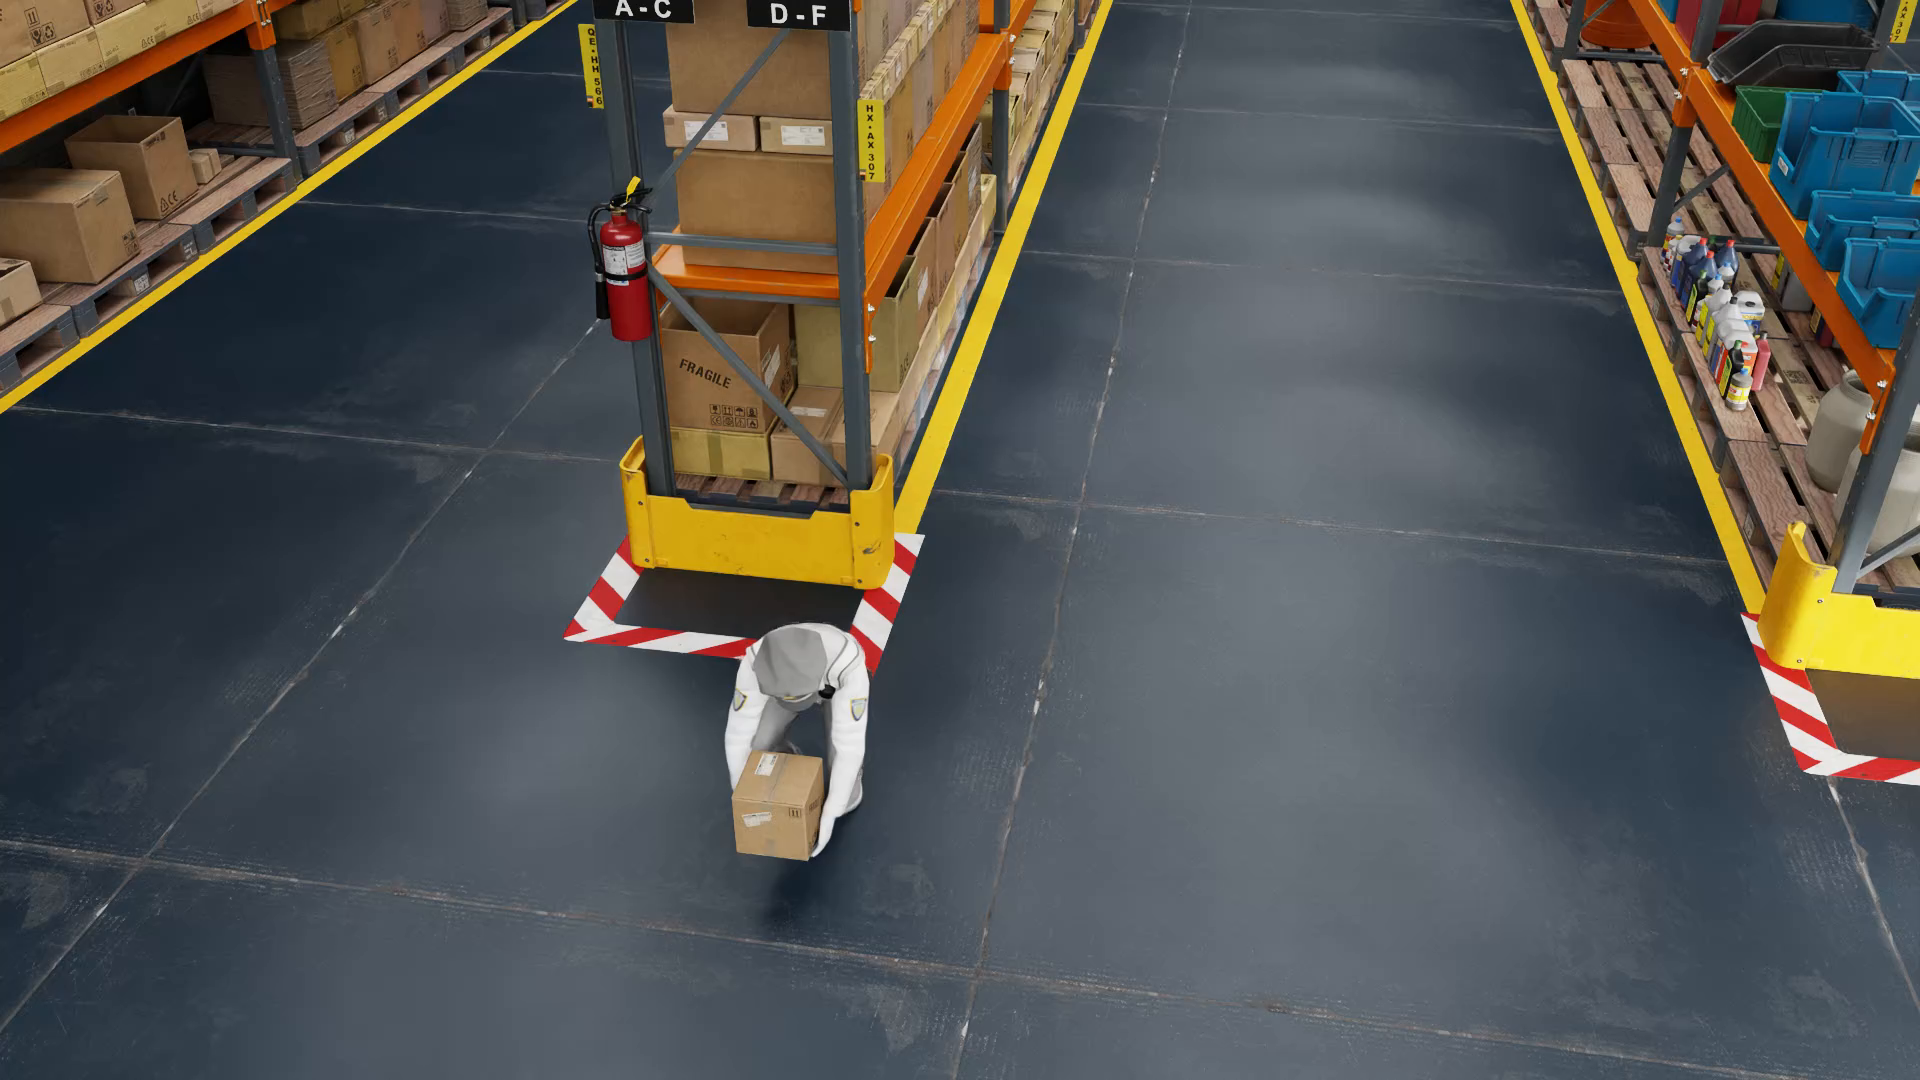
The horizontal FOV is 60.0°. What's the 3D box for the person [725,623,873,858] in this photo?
[{"bbox_3d":[-0.544,0.594,5.868,0.495,0.964,0.825,5,33,8],"label":"person"}]
